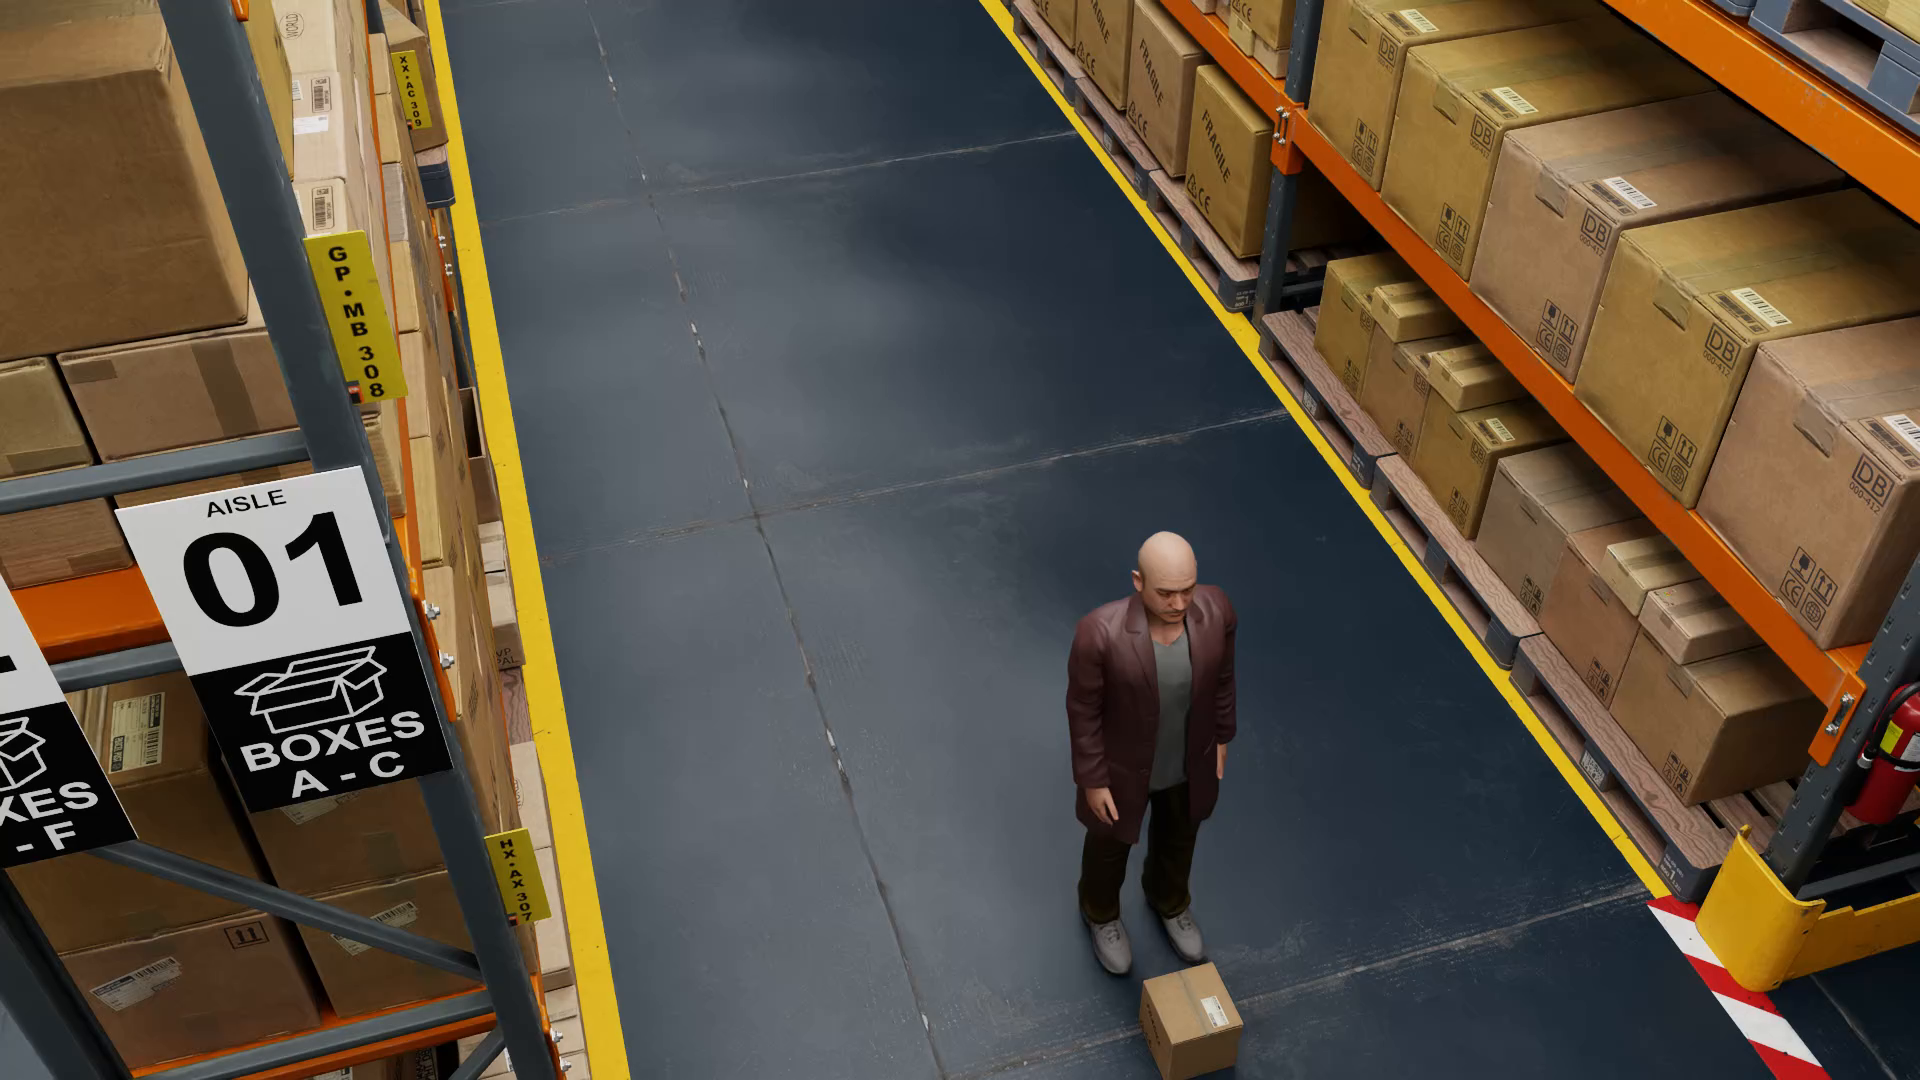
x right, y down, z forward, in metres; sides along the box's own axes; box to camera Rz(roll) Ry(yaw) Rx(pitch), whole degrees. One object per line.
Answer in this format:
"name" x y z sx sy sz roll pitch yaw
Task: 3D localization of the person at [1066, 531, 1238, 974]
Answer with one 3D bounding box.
"person" 0.632 0.723 5.350 0.583 1.791 0.405 -11 43 -12
